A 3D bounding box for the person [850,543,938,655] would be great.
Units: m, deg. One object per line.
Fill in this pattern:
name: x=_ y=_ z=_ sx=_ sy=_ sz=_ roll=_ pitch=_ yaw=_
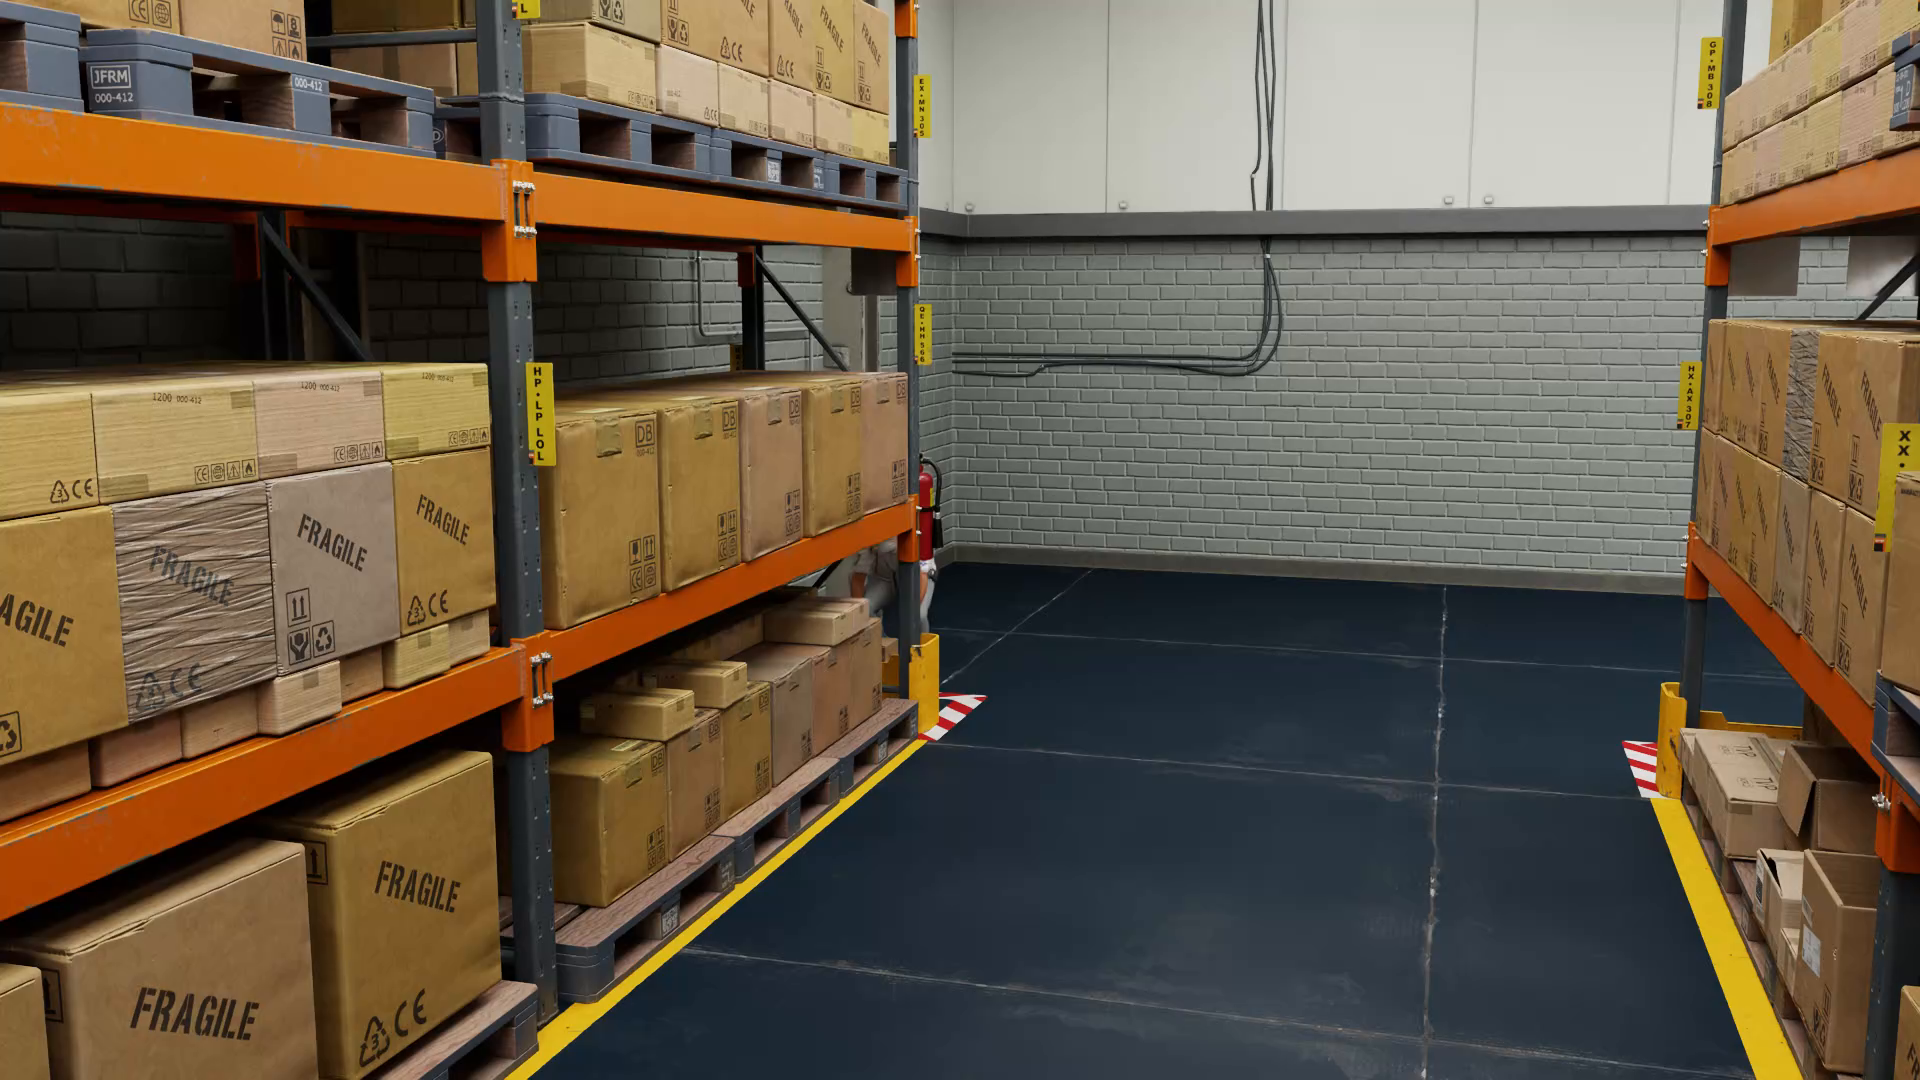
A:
person: x=-0.434 y=0.408 z=10.802 sx=0.521 sy=0.875 sz=0.863 roll=2 pitch=9 yaw=16
